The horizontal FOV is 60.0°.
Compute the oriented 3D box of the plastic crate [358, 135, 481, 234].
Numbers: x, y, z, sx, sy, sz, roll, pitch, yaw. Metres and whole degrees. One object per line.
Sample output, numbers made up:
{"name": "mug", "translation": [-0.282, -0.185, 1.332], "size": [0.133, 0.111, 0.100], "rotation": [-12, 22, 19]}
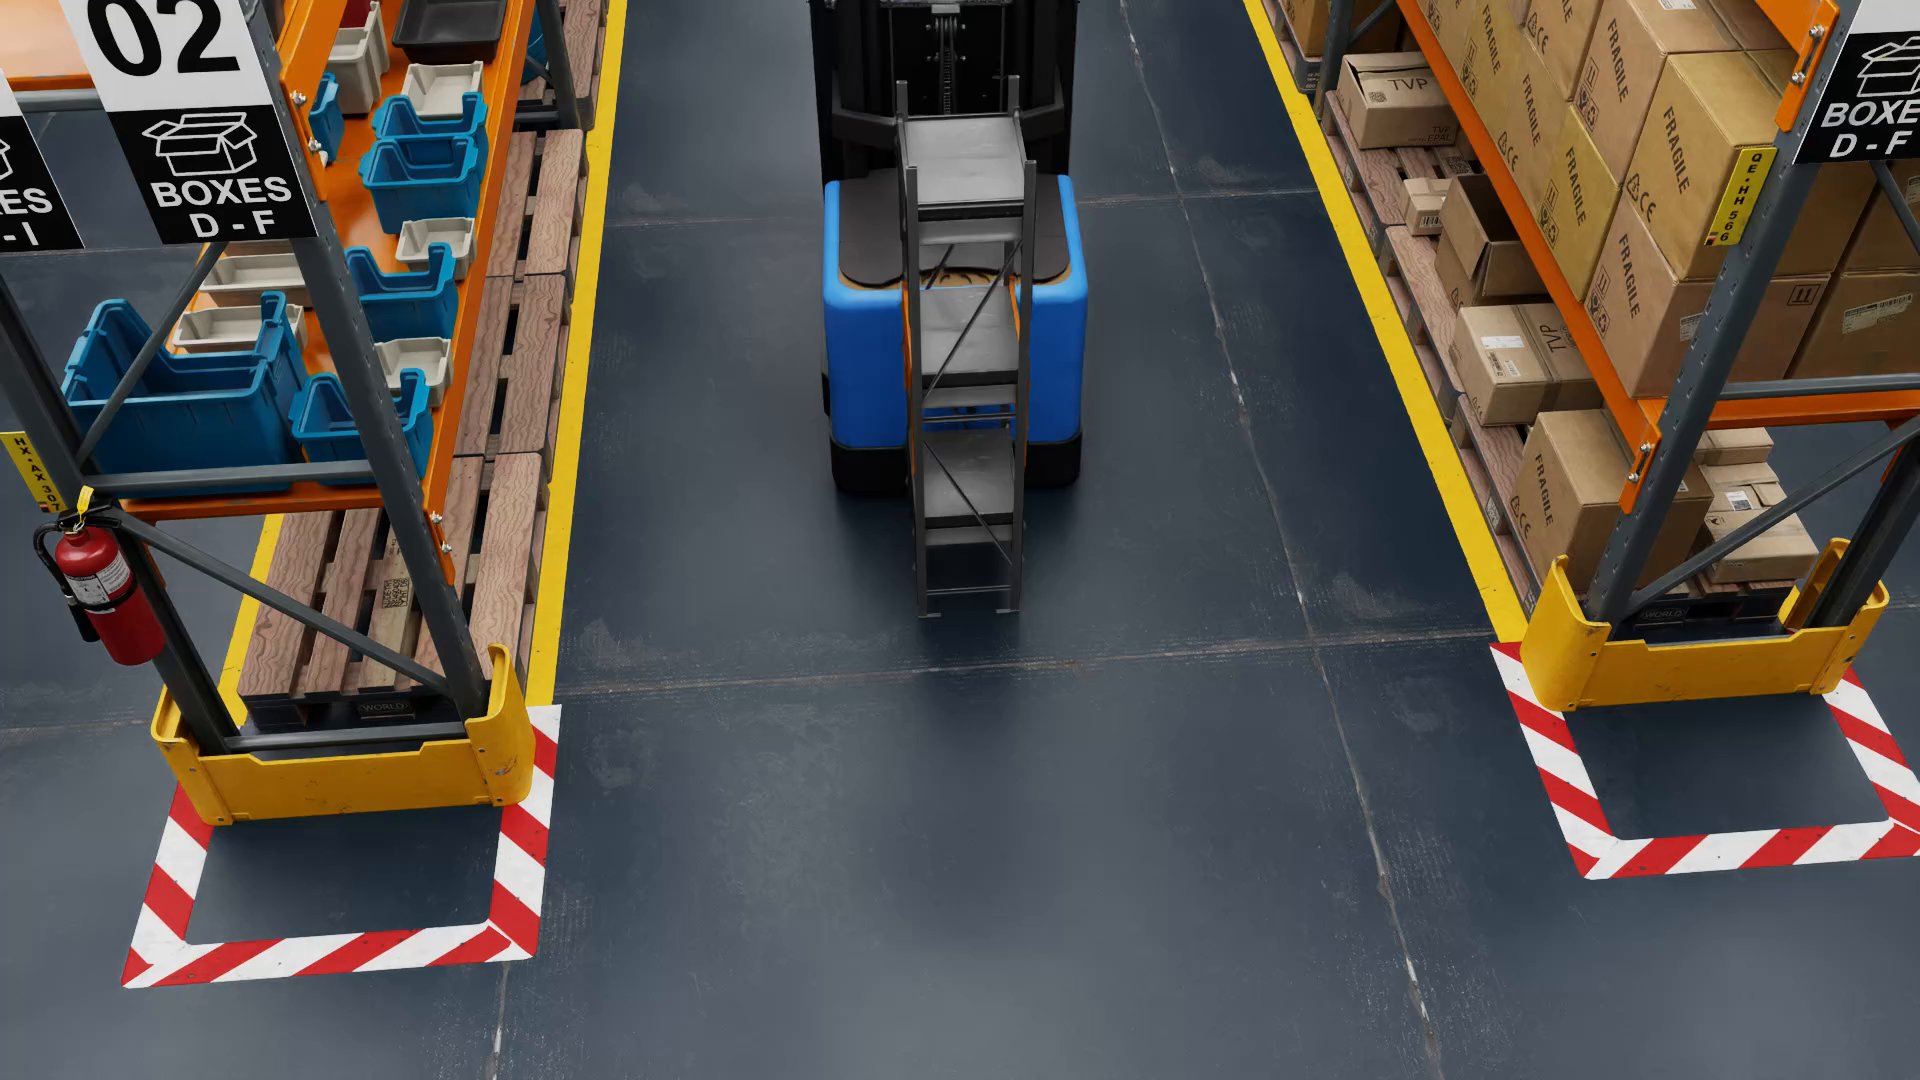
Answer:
{"name": "plastic crate", "translation": [-1.967, -1.300, 6.126], "size": [0.416, 0.233, 0.300], "rotation": [-3, 47, -3]}

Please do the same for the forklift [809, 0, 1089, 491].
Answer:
{"name": "forklift", "translation": [-0.078, -2.275, 7.023], "size": [1.130, 2.935, 3.031], "rotation": [-2, 47, -2]}

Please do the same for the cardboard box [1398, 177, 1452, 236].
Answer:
{"name": "cardboard box", "translation": [2.339, -1.613, 7.997], "size": [0.380, 0.166, 0.250], "rotation": [-3, 47, -3]}

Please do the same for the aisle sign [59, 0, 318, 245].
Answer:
{"name": "aisle sign", "translation": [-1.862, -1.046, 4.021], "size": [0.394, 0.787, 0.004], "rotation": [-3, 47, -3]}

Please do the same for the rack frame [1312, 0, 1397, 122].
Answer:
{"name": "rack frame", "translation": [2.437, -3.378, 8.020], "size": [1.000, 3.000, 0.127], "rotation": [-3, 47, -3]}

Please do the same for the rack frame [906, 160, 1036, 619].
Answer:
{"name": "rack frame", "translation": [0.034, -0.426, 5.844], "size": [0.400, 2.100, 0.015], "rotation": [-3, 47, -3]}

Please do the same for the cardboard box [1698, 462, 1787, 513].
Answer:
{"name": "cardboard box", "translation": [3.058, -0.166, 6.626], "size": [0.380, 0.166, 0.250], "rotation": [-3, 47, -3]}

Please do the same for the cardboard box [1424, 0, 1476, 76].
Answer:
{"name": "cardboard box", "translation": [2.294, -2.295, 6.925], "size": [0.500, 0.500, 0.500], "rotation": [-4, 47, -4]}

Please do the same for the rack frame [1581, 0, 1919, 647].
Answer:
{"name": "rack frame", "translation": [2.772, -0.484, 5.279], "size": [1.000, 3.000, 0.127], "rotation": [-3, 47, -3]}

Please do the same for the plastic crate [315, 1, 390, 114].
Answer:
{"name": "plastic crate", "translation": [-2.555, -1.944, 6.702], "size": [0.437, 0.282, 0.530], "rotation": [-3, 47, -3]}

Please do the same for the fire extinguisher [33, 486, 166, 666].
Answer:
{"name": "fire extinguisher", "translation": [-2.605, 0.105, 5.031], "size": [0.296, 0.674, 0.183], "rotation": [-3, 47, -3]}

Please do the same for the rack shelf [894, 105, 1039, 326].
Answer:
{"name": "rack shelf", "translation": [0.014, -1.074, 5.512], "size": [0.431, 0.518, 0.480], "rotation": [-3, 47, -3]}

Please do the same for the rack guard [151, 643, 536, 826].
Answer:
{"name": "rack guard", "translation": [-2.149, 0.690, 5.889], "size": [1.175, 0.500, 0.348], "rotation": [-3, 47, -3]}

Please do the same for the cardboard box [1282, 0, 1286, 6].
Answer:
{"name": "cardboard box", "translation": [2.077, -3.368, 9.429], "size": [0.500, 0.500, 0.500], "rotation": [-3, 47, -3]}

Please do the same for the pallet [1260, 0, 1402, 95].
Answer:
{"name": "pallet", "translation": [2.331, -3.006, 9.588], "size": [1.003, 0.211, 1.213], "rotation": [-3, 47, -3]}

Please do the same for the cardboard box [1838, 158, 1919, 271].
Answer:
{"name": "cardboard box", "translation": [2.997, -1.200, 5.199], "size": [0.500, 0.500, 0.500], "rotation": [-2, 47, -2]}

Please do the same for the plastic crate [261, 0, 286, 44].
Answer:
{"name": "plastic crate", "translation": [-1.919, -1.468, 4.235], "size": [0.497, 0.269, 0.590], "rotation": [-3, 47, -3]}

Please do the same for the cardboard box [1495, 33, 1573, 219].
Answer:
{"name": "cardboard box", "translation": [2.380, -1.563, 6.232], "size": [0.500, 0.500, 0.500], "rotation": [-3, 47, -3]}

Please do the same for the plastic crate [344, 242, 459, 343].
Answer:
{"name": "plastic crate", "translation": [-1.912, -0.824, 5.675], "size": [0.416, 0.233, 0.300], "rotation": [-3, 47, -3]}

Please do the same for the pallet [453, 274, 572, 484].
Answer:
{"name": "pallet", "translation": [-2.294, -0.707, 7.411], "size": [1.003, 0.211, 1.213], "rotation": [-3, 47, -3]}

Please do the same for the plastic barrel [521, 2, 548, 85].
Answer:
{"name": "plastic barrel", "translation": [-2.528, -2.898, 8.721], "size": [0.600, 0.901, 0.708], "rotation": [-3, 47, -3]}

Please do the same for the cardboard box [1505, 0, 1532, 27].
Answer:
{"name": "cardboard box", "translation": [2.326, -2.280, 6.222], "size": [0.500, 0.500, 0.500], "rotation": [-2, 47, -2]}

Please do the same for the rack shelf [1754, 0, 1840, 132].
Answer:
{"name": "rack shelf", "translation": [2.604, -2.716, 5.822], "size": [1.077, 0.370, 4.000], "rotation": [-3, 47, -3]}

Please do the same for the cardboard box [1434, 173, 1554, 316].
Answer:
{"name": "cardboard box", "translation": [2.599, -1.312, 7.480], "size": [0.797, 0.503, 0.637], "rotation": [-3, 47, -3]}

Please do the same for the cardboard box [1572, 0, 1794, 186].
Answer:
{"name": "cardboard box", "translation": [2.417, -1.533, 5.515], "size": [0.500, 0.500, 0.500], "rotation": [-2, 47, -2]}

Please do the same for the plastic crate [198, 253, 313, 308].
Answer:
{"name": "plastic crate", "translation": [-2.423, -0.906, 5.819], "size": [0.396, 0.136, 0.243], "rotation": [-3, 47, -3]}

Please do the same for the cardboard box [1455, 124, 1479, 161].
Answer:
{"name": "cardboard box", "translation": [2.767, -2.275, 8.394], "size": [0.500, 0.500, 0.500], "rotation": [-3, 47, -3]}

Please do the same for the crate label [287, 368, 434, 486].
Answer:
{"name": "crate label", "translation": [-1.857, -0.348, 5.224], "size": [0.416, 0.233, 0.303], "rotation": [-3, 47, -3]}

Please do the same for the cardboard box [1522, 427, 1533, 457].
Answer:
{"name": "cardboard box", "translation": [2.537, -0.338, 6.789], "size": [0.380, 0.166, 0.250], "rotation": [-3, 47, -3]}

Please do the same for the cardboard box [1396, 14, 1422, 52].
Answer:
{"name": "cardboard box", "translation": [2.639, -3.035, 9.114], "size": [0.500, 0.500, 0.500], "rotation": [-5, 47, -5]}

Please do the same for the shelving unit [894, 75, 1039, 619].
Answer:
{"name": "shelving unit", "translation": [0.014, -0.602, 6.011], "size": [0.431, 2.100, 0.503], "rotation": [-3, 47, -3]}

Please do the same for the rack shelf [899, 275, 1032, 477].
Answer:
{"name": "rack shelf", "translation": [0.014, -0.593, 6.021], "size": [0.431, 0.518, 0.480], "rotation": [-3, 47, -3]}

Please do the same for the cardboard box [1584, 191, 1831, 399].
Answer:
{"name": "cardboard box", "translation": [2.463, -0.826, 5.534], "size": [0.500, 0.500, 0.500], "rotation": [-2, 47, -2]}

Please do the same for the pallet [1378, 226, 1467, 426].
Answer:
{"name": "pallet", "translation": [2.599, -1.038, 7.724], "size": [1.003, 0.211, 1.213], "rotation": [-3, 47, -3]}

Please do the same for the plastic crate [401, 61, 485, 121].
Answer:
{"name": "plastic crate", "translation": [-2.054, -1.768, 6.636], "size": [0.293, 0.136, 0.466], "rotation": [-3, 47, -3]}

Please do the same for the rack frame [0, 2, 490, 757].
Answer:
{"name": "rack frame", "translation": [-2.164, -0.186, 4.997], "size": [1.000, 3.000, 0.127], "rotation": [-3, 47, -3]}

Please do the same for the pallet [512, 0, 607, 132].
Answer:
{"name": "pallet", "translation": [-2.522, -2.682, 9.281], "size": [1.003, 0.211, 1.213], "rotation": [-3, 47, -3]}

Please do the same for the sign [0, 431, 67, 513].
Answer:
{"name": "sign", "translation": [-2.711, -0.197, 4.895], "size": [0.100, 0.325, 0.005], "rotation": [-3, 47, -3]}

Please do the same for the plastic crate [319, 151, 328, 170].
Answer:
{"name": "plastic crate", "translation": [-2.514, -1.319, 6.210], "size": [0.298, 0.136, 0.250], "rotation": [-3, 47, -3]}

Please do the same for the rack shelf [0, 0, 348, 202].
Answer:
{"name": "rack shelf", "translation": [-2.332, -2.417, 5.539], "size": [1.077, 0.370, 4.000], "rotation": [-3, 47, -3]}
